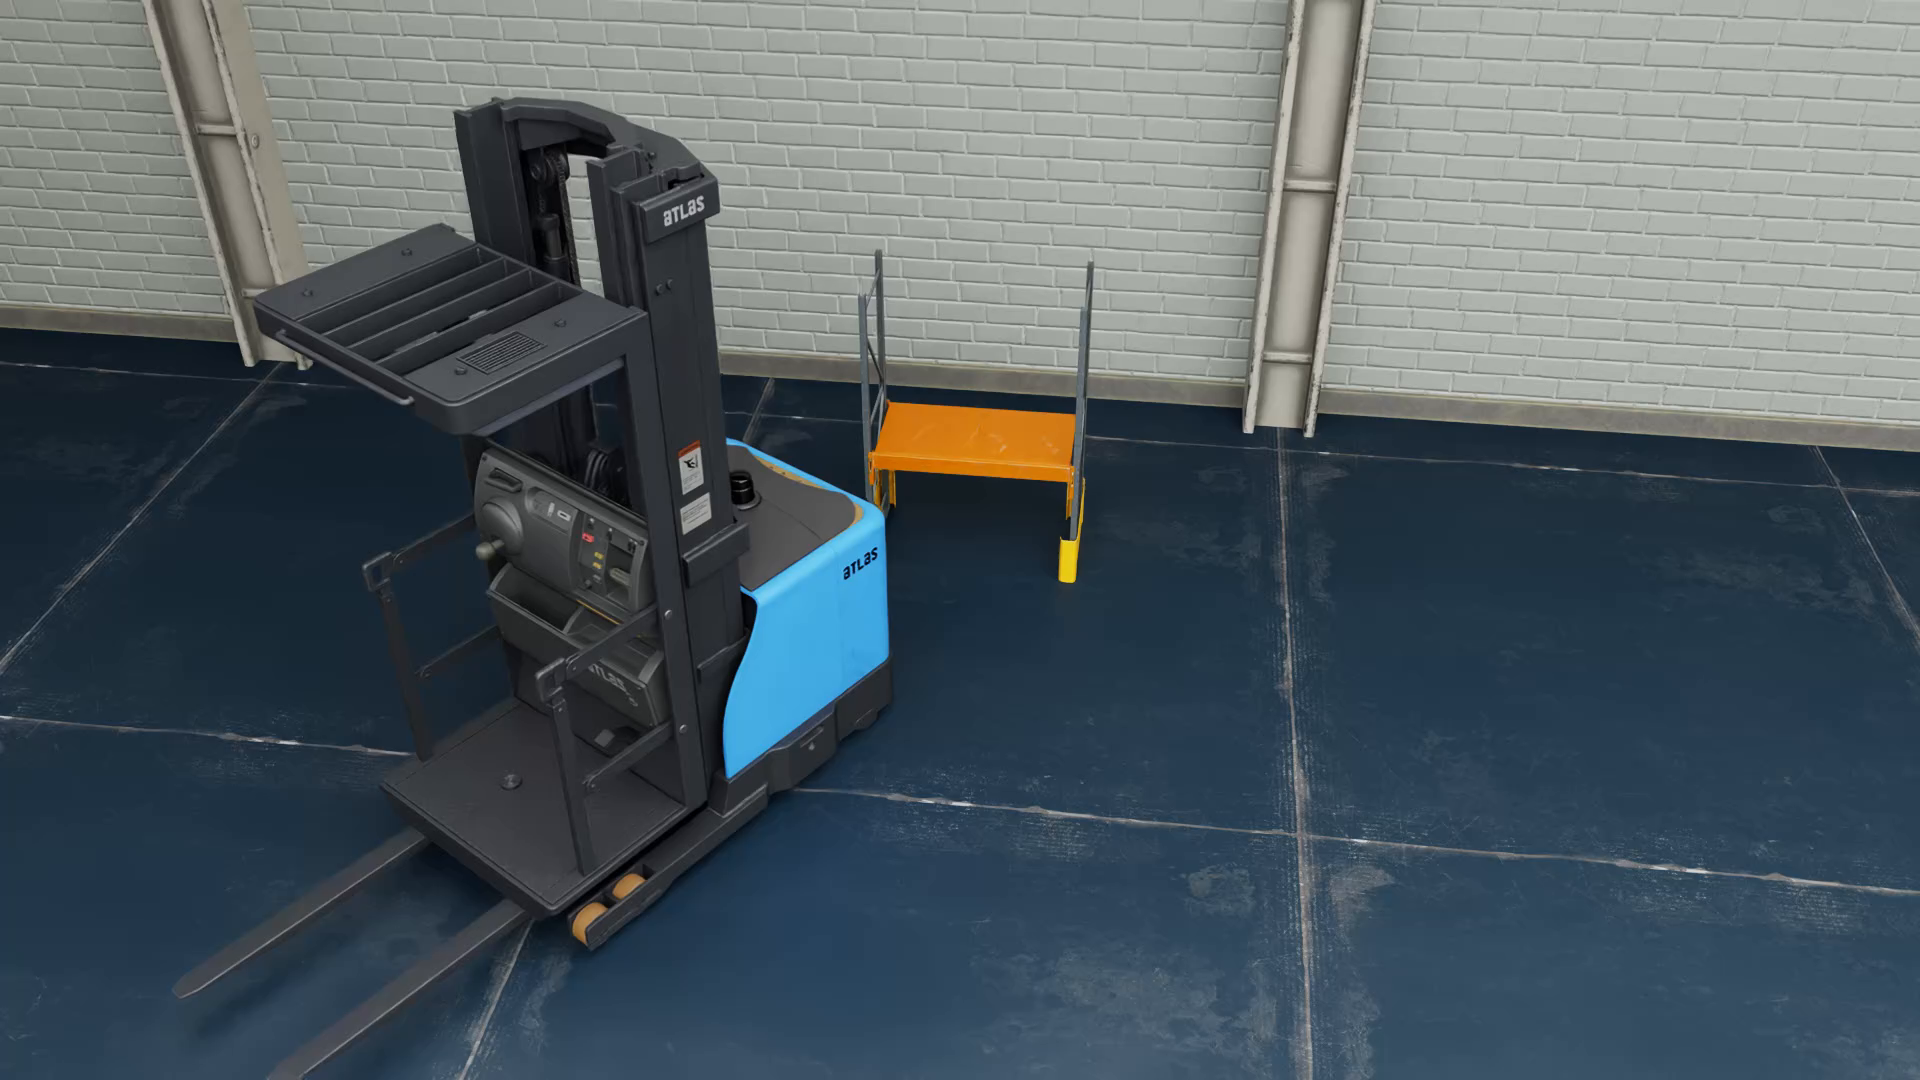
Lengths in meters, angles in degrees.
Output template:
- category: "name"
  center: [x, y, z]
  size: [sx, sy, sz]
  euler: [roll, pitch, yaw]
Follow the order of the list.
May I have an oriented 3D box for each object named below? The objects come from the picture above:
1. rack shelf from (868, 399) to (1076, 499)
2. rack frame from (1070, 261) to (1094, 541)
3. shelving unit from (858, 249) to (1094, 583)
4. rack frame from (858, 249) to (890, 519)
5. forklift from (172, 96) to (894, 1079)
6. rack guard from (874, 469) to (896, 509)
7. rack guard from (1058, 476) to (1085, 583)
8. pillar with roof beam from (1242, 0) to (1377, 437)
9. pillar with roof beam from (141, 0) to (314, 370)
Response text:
- category: "rack shelf"
  center: [0.085, -0.458, 8.267]
  size: [1.000, 0.185, 0.538]
  euler: [4, 36, 6]
- category: "rack frame"
  center: [0.589, -0.567, 8.110]
  size: [0.032, 1.500, 0.500]
  euler: [4, 36, 6]
- category: "shelving unit"
  center: [0.076, -0.605, 8.163]
  size: [1.083, 1.500, 0.587]
  euler: [4, 36, 6]
- category: "rack frame"
  center: [-0.420, -0.642, 8.215]
  size: [0.032, 1.500, 0.500]
  euler: [4, 36, 6]
- category: "forklift"
  center: [-1.616, 0.043, 6.023]
  size: [1.130, 2.935, 3.031]
  euler: [25, 43, 31]
- category: "rack guard"
  center: [-0.418, -0.133, 8.578]
  size: [0.087, 0.250, 0.587]
  euler: [4, 36, 6]
- category: "rack guard"
  center: [0.570, -0.059, 8.475]
  size: [0.087, 0.250, 0.587]
  euler: [4, 36, 6]
- category: "pillar with roof beam"
  center: [1.279, -1.868, 3.478]
  size: [0.400, 9.000, 9.100]
  euler: [4, 36, 6]
- category: "pillar with roof beam"
  center: [-4.673, -2.312, 4.100]
  size: [0.400, 9.000, 9.100]
  euler: [4, 36, 6]
